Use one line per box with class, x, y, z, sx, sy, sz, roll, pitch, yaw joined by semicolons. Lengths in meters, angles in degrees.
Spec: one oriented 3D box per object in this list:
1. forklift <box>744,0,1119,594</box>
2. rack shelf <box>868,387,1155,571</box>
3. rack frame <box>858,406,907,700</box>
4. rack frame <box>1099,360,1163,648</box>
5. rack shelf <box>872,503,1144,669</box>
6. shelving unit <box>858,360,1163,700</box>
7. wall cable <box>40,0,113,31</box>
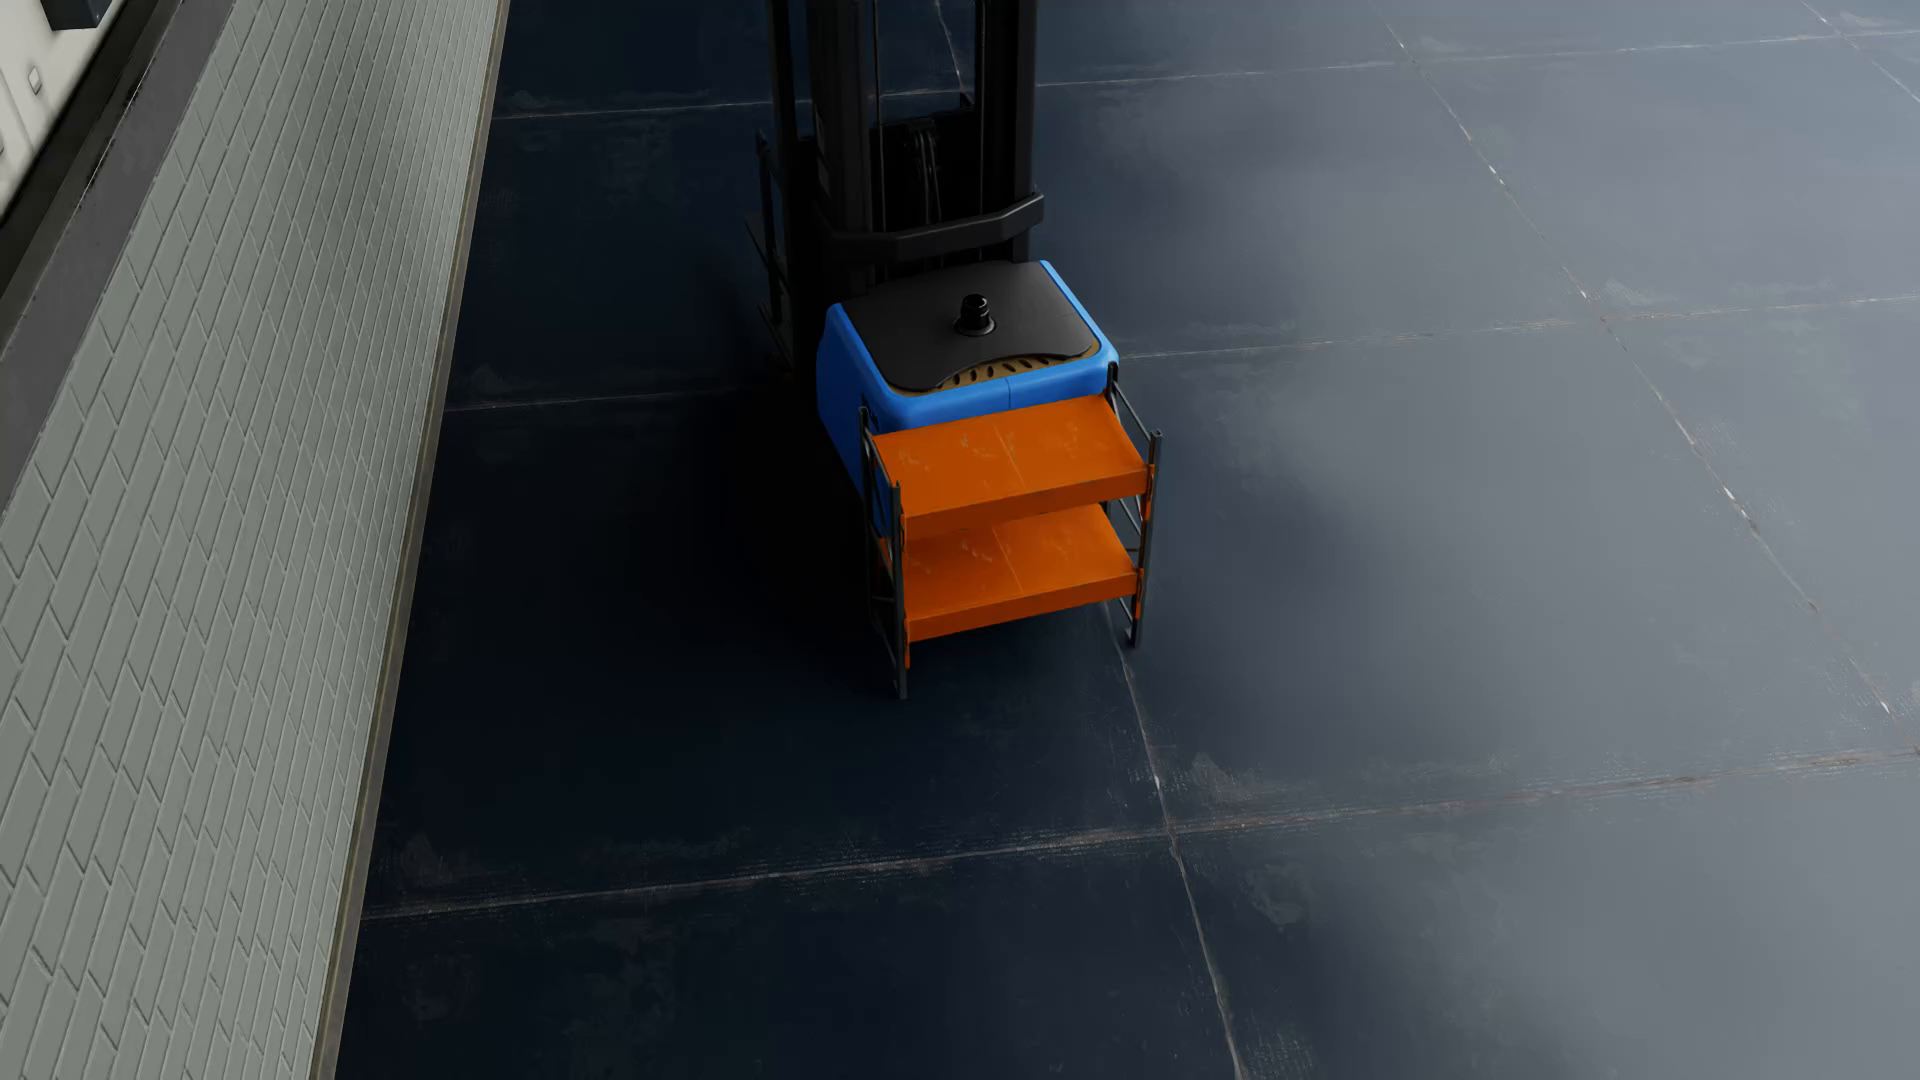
forklift;-0.334;-1.842;7.319;1.130;2.935;3.031;-14;44;-15
rack shelf;0.185;-0.247;6.462;1.000;0.278;0.538;-12;43;-12
rack frame;-0.302;0.069;6.549;0.032;1.125;0.500;-12;43;-12
rack frame;0.671;-0.129;6.768;0.032;1.125;0.500;-12;43;-12
rack shelf;0.185;0.152;6.822;1.000;0.278;0.538;-12;43;-12
shelving unit;0.185;-0.030;6.658;1.048;1.125;0.538;-12;43;-12
wall cable;-2.303;-4.246;2.915;0.169;6.003;2.305;-5;42;-6
